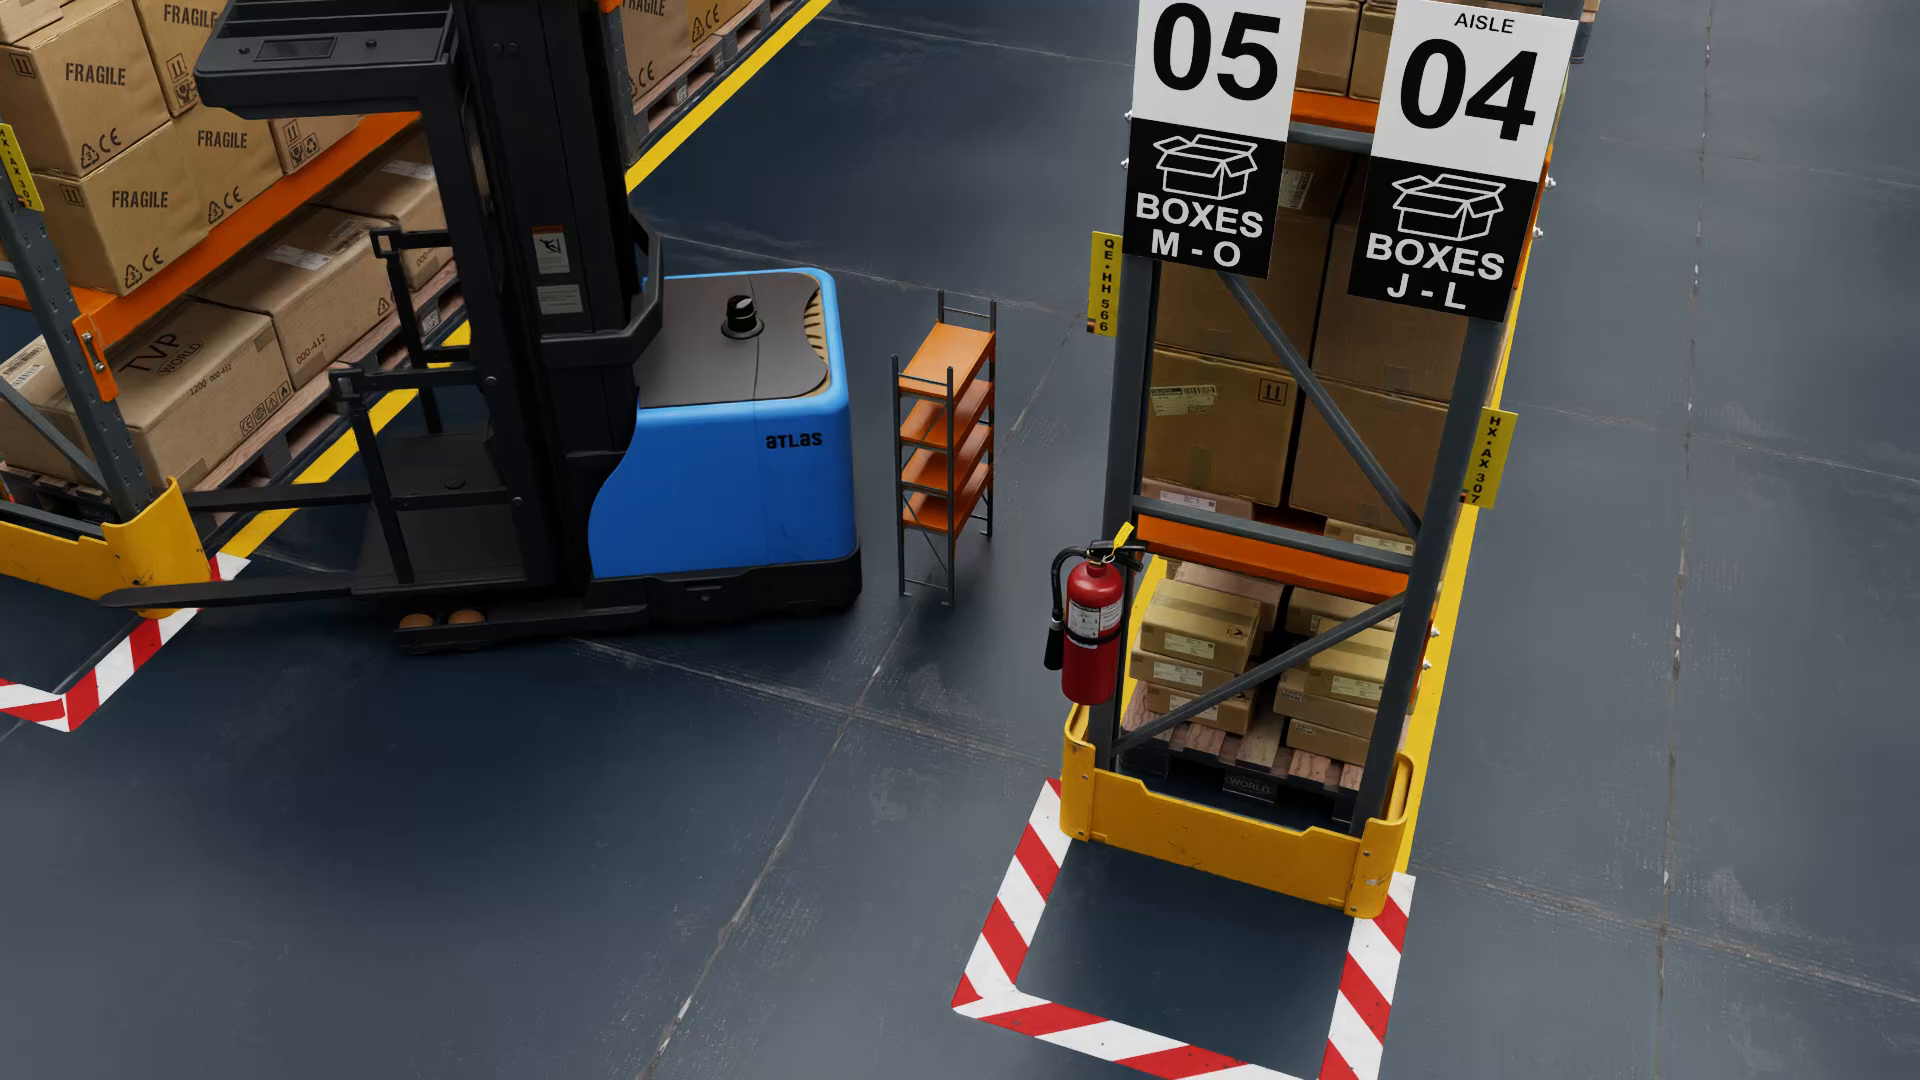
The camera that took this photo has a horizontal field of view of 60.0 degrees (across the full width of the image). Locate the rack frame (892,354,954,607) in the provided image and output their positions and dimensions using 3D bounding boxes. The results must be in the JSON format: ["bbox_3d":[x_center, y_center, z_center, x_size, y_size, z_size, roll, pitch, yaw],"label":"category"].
[{"bbox_3d":[-0.140,-0.207,6.568,0.240,1.200,0.015,13,42,15],"label":"rack frame"}]

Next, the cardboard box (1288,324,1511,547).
[{"bbox_3d":[1.337,-0.376,5.073,0.500,0.500,0.500,15,43,17],"label":"cardboard box"}]

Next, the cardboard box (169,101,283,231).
[{"bbox_3d":[-3.181,-1.631,6.773,0.500,0.500,0.500,13,42,14],"label":"cardboard box"}]

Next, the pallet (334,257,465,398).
[{"bbox_3d":[-3.143,-1.235,8.535,1.003,0.211,1.213,13,42,15],"label":"pallet"}]

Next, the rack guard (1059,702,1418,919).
[{"bbox_3d":[0.950,0.893,5.819,1.175,0.500,0.348,13,42,15],"label":"rack guard"}]

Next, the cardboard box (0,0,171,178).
[{"bbox_3d":[-3.330,-1.697,6.080,0.500,0.500,0.500,12,42,14],"label":"cardboard box"}]

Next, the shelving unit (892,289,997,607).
[{"bbox_3d":[-0.057,-0.355,6.742,0.258,1.200,0.503,13,42,15],"label":"shelving unit"}]

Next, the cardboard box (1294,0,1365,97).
[{"bbox_3d":[0.831,-1.432,4.422,0.500,0.250,0.500,12,42,14],"label":"cardboard box"}]

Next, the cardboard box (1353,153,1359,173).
[{"bbox_3d":[1.020,-1.187,5.253,0.500,0.500,0.500,12,42,14],"label":"cardboard box"}]

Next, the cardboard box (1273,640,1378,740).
[{"bbox_3d":[1.344,0.537,5.953,0.380,0.149,0.250,15,43,17],"label":"cardboard box"}]

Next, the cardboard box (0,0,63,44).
[{"bbox_3d":[-3.381,-1.869,5.783,0.380,0.149,0.250,14,42,16],"label":"cardboard box"}]

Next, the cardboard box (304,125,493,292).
[{"bbox_3d":[-3.016,-1.768,8.662,0.875,0.438,0.875,12,42,14],"label":"cardboard box"}]

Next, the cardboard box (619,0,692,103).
[{"bbox_3d":[-2.258,-3.236,10.045,0.875,0.875,0.875,15,43,16],"label":"cardboard box"}]

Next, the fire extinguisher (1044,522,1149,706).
[{"bbox_3d":[0.404,0.211,5.039,0.296,0.674,0.183,13,42,15],"label":"fire extinguisher"}]

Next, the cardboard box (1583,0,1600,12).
[{"bbox_3d":[2.859,-2.654,7.920,0.380,0.149,0.250,11,42,13],"label":"cardboard box"}]

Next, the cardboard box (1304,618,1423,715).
[{"bbox_3d":[1.422,0.442,5.835,0.380,0.149,0.250,11,42,13],"label":"cardboard box"}]

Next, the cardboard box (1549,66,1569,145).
[{"bbox_3d":[1.692,-1.380,5.480,0.500,0.500,0.500,12,42,14],"label":"cardboard box"}]

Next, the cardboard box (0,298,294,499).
[{"bbox_3d":[-3.631,-0.659,7.362,0.875,0.438,0.875,12,42,14],"label":"cardboard box"}]

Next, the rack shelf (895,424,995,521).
[{"bbox_3d":[-0.057,-0.304,6.786,0.258,0.148,0.480,13,42,15],"label":"rack shelf"}]

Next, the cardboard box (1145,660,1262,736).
[{"bbox_3d":[0.908,0.546,6.172,0.380,0.149,0.250,14,42,16],"label":"cardboard box"}]

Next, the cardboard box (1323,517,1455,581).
[{"bbox_3d":[1.343,-0.041,5.181,0.380,0.149,0.250,13,42,15],"label":"cardboard box"}]

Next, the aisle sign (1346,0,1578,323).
[{"bbox_3d":[1.181,-0.890,3.979,0.394,0.787,0.004,13,42,15],"label":"aisle sign"}]

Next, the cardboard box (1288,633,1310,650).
[{"bbox_3d":[1.416,0.487,6.242,0.380,0.149,0.250,13,42,15],"label":"cardboard box"}]

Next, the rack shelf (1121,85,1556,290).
[{"bbox_3d":[1.608,-2.099,5.643,1.077,0.370,4.000,13,42,15],"label":"rack shelf"}]

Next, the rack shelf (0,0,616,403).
[{"bbox_3d":[-3.078,-1.995,7.832,1.077,0.370,4.000,13,42,15],"label":"rack shelf"}]

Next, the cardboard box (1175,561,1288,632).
[{"bbox_3d":[1.007,0.167,6.158,0.380,0.149,0.250,14,42,16],"label":"cardboard box"}]

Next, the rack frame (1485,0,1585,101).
[{"bbox_3d":[0.924,-2.294,3.006,1.000,3.000,0.127,13,42,15],"label":"rack frame"}]

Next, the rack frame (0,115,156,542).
[{"bbox_3d":[-3.762,-1.049,6.168,1.000,3.000,0.127,13,42,15],"label":"rack frame"}]

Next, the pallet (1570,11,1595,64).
[{"bbox_3d":[2.690,-2.813,8.383,1.003,0.211,1.213,13,42,15],"label":"pallet"}]

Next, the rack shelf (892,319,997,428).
[{"bbox_3d":[-0.057,-0.654,6.487,0.258,0.148,0.480,13,42,15],"label":"rack shelf"}]

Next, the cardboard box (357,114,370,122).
[{"bbox_3d":[-2.835,-2.246,7.495,0.500,0.500,0.500,15,43,17],"label":"cardboard box"}]

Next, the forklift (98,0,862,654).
[{"bbox_3d":[-1.961,-1.020,6.187,3.031,2.935,1.130,-5,41,-5],"label":"forklift"}]

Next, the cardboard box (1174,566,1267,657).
[{"bbox_3d":[0.976,0.267,6.270,0.380,0.149,0.250,12,42,14],"label":"cardboard box"}]

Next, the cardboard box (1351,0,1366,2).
[{"bbox_3d":[0.842,-1.624,4.261,0.500,0.250,0.500,12,42,14],"label":"cardboard box"}]

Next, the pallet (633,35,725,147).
[{"bbox_3d":[-2.201,-2.915,10.504,1.003,0.211,1.213,13,42,15],"label":"pallet"}]

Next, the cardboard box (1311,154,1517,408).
[{"bbox_3d":[1.327,-0.758,4.751,0.500,0.500,0.500,13,42,15],"label":"cardboard box"}]

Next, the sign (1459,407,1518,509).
[{"bbox_3d":[1.434,-0.221,4.531,0.100,0.325,0.005,13,42,15],"label":"sign"}]

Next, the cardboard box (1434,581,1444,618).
[{"bbox_3d":[1.610,0.122,6.210,0.380,0.149,0.250,13,42,15],"label":"cardboard box"}]
